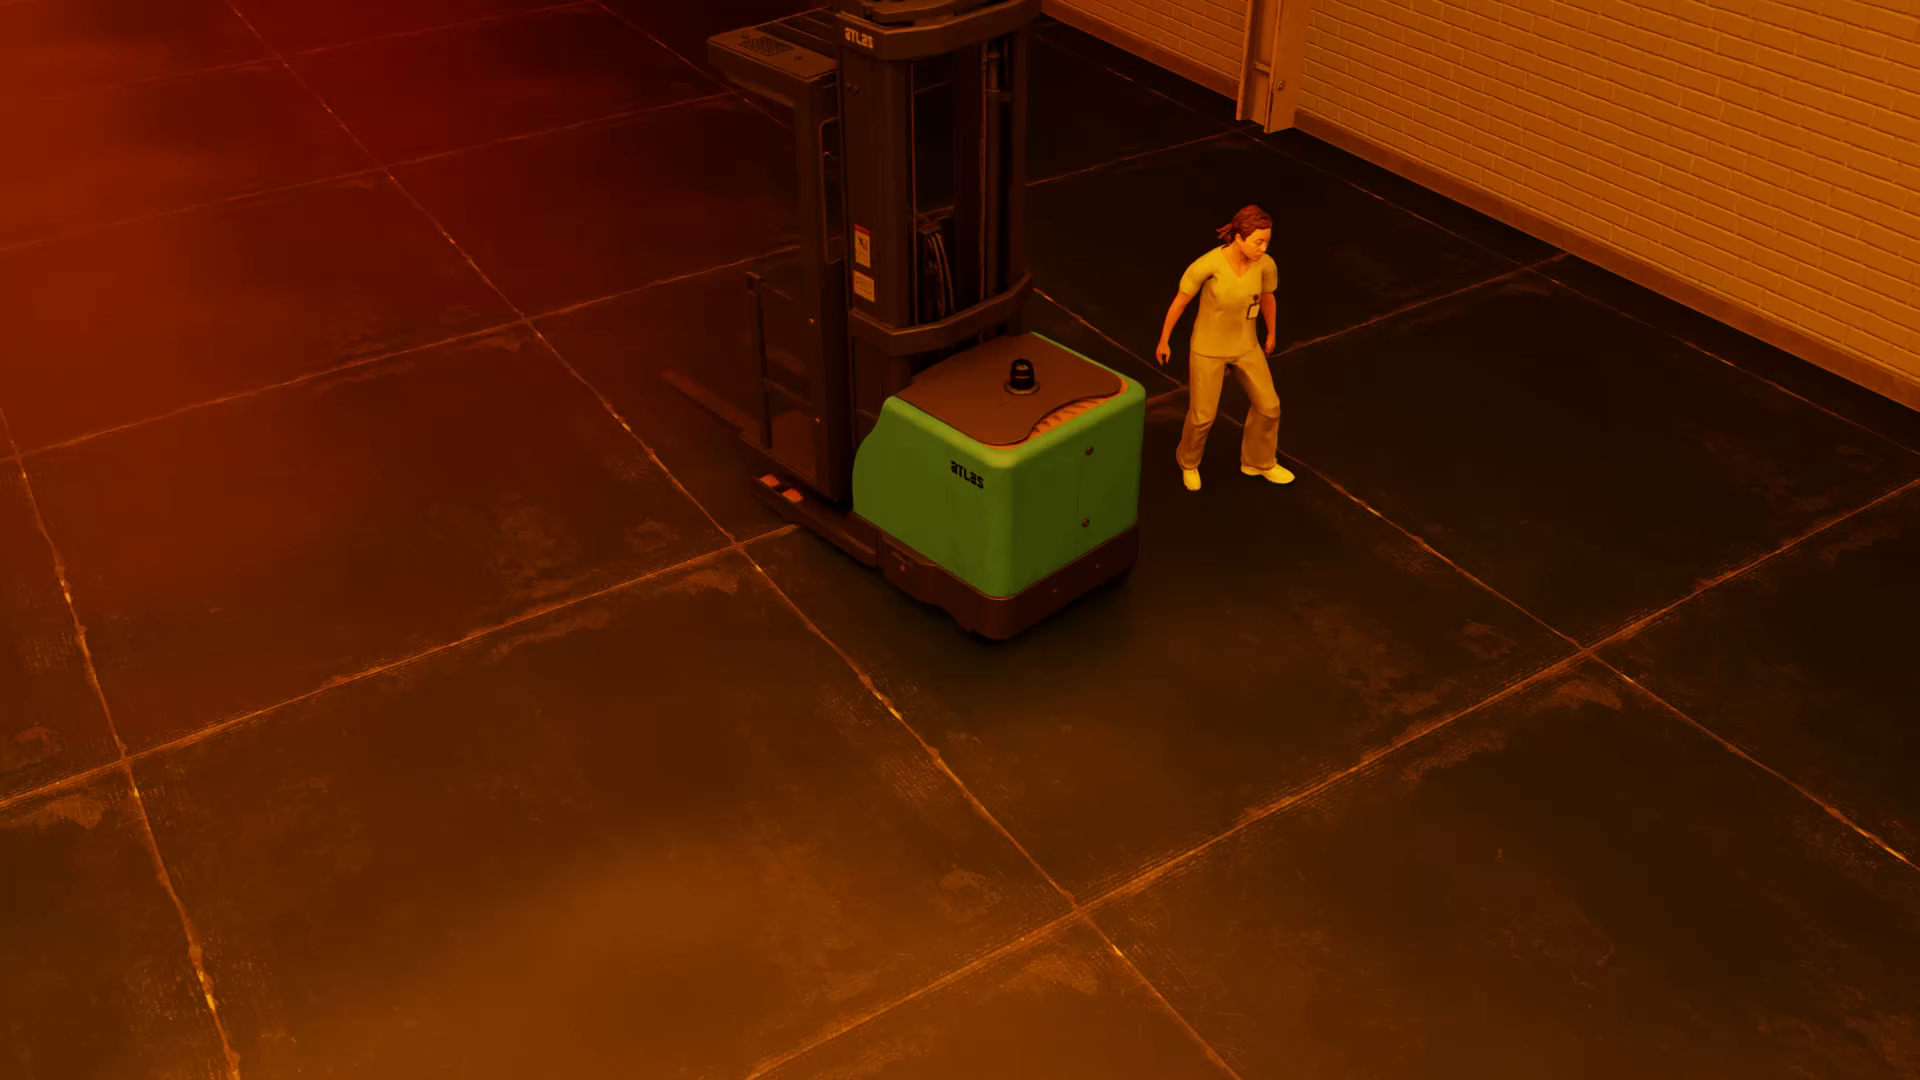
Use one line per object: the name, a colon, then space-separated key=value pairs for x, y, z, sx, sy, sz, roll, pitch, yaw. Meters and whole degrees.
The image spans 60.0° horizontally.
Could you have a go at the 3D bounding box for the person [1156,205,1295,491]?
person: x=1.420 y=-1.013 z=8.727 sx=0.779 sy=1.645 sz=0.390 roll=-8 pitch=36 yaw=-11

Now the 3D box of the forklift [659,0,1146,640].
forklift: x=-0.476 y=-1.480 z=8.255 sx=1.130 sy=2.935 sz=3.031 roll=-28 pitch=44 yaw=-34
